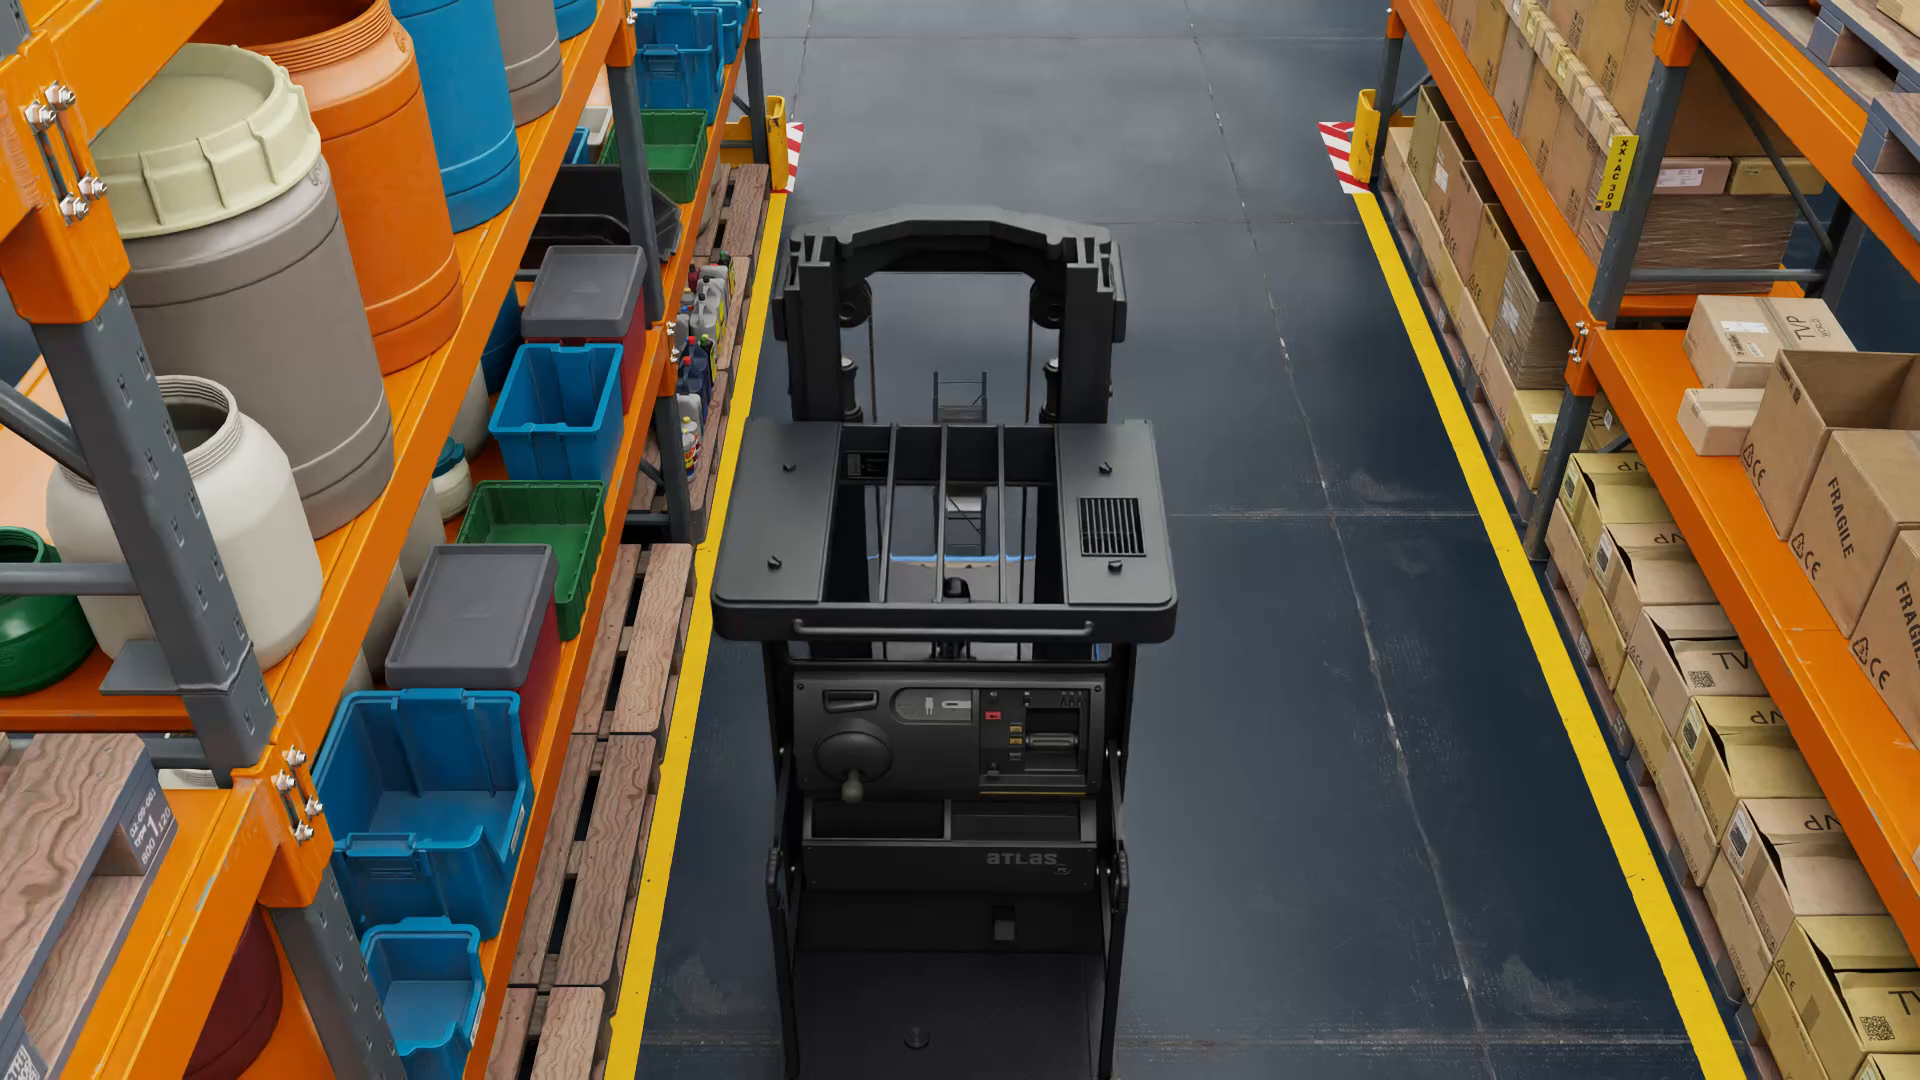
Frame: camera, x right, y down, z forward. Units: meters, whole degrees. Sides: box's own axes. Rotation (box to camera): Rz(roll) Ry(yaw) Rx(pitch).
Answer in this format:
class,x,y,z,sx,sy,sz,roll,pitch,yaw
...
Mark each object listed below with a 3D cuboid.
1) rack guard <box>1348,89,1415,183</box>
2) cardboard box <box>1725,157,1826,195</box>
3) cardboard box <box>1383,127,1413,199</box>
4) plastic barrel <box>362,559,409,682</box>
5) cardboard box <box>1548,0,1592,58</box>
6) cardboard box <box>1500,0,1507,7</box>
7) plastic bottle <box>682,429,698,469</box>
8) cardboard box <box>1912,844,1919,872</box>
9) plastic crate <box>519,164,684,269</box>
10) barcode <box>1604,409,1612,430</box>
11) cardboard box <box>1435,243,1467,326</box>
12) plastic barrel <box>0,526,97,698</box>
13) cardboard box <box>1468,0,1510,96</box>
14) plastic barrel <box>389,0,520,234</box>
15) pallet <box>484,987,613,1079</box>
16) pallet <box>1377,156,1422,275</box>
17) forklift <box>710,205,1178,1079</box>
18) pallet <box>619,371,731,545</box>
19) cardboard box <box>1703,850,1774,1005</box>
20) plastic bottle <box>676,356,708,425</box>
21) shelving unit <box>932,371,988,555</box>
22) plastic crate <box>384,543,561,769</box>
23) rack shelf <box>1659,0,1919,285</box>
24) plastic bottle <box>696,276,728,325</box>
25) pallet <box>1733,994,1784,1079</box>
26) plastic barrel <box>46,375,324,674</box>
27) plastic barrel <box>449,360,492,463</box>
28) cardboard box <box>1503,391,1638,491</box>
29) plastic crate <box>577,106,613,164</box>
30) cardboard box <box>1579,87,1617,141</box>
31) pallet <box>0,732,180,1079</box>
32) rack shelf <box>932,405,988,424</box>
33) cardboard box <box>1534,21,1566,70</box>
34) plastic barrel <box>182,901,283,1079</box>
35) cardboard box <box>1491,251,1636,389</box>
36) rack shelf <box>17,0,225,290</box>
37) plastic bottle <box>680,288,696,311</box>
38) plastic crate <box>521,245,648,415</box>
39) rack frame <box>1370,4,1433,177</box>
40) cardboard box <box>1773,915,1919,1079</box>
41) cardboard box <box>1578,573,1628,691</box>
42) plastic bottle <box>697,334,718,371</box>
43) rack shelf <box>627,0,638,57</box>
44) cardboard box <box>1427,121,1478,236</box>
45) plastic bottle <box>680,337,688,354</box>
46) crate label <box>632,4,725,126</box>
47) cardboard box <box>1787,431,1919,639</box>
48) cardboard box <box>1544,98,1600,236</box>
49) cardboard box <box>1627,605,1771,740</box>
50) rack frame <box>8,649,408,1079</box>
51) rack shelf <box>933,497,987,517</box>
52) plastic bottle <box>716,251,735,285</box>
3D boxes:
class,x,y,z,sx,sy,sz,roll,pitch,yaw
rack guard,3.186,-2.645,10.896,1.175,0.500,0.348,0,39,0
cardboard box,3.384,-1.564,6.950,0.380,0.149,0.250,0,39,0
cardboard box,2.964,-2.361,10.405,0.500,0.250,0.500,0,39,0
plastic barrel,-1.979,0.172,5.273,0.433,0.535,0.433,0,39,0
cardboard box,3.182,-2.556,7.669,0.700,0.500,0.500,0,39,0
cardboard box,2.975,-2.846,8.550,0.380,0.149,0.250,-1,39,-1
plastic bottle,-1.325,-0.445,8.038,0.097,0.201,0.097,0,39,0
cardboard box,2.918,0.933,4.633,0.380,0.149,0.250,0,39,0
plastic crate,-1.636,-1.406,7.401,0.767,0.338,0.504,0,39,0
barcode,2.775,-0.515,7.119,0.001,0.075,0.075,0,39,0
cardboard box,2.964,-1.423,9.235,0.500,0.250,0.500,0,39,0
plastic barrel,-1.809,0.135,3.154,0.294,0.245,0.294,0,39,0
cardboard box,3.174,-2.713,8.903,0.700,0.500,0.500,0,39,0
plastic barrel,-1.543,-1.333,4.460,0.600,0.901,0.708,0,39,0
pallet,-1.720,2.003,5.328,1.003,0.211,1.213,0,39,0
pallet,3.229,-2.039,10.371,1.003,0.211,1.213,0,39,0
forklift,-0.033,0.668,4.818,1.130,2.935,3.031,0,39,1
pallet,-1.722,-0.434,8.369,1.003,0.211,1.213,0,39,0
cardboard box,2.949,1.341,5.786,0.500,0.250,0.500,1,39,1
plastic bottle,-1.348,-0.746,8.294,0.144,0.351,0.185,1,39,1
shelving unit,0.000,-0.346,7.708,0.258,0.900,0.210,0,39,0
plastic crate,-1.454,0.363,5.093,0.402,0.464,0.583,0,39,0
rack shelf,3.193,-0.743,4.700,1.077,0.370,4.000,0,39,0
plastic bottle,-1.354,-1.320,9.070,0.152,0.276,0.135,-1,39,-1
pallet,3.234,1.971,5.367,1.003,0.211,1.213,0,39,0
plastic barrel,-1.452,-0.010,3.121,0.421,0.512,0.421,0,39,0
plastic barrel,-1.981,-0.557,6.183,0.433,0.535,0.433,0,39,0
cardboard box,2.972,-0.484,8.064,0.500,0.250,0.500,0,39,0
plastic crate,-2.018,-2.015,8.322,0.530,0.136,0.437,0,39,0
cardboard box,2.975,-1.884,7.349,0.380,0.149,0.250,-1,39,-1
pallet,-1.855,0.780,2.375,1.003,0.211,1.213,0,39,0
rack shelf,0.000,-0.531,7.560,0.258,0.077,0.200,0,39,0
cardboard box,2.976,-2.360,7.943,0.380,0.149,0.250,1,39,1
plastic barrel,-2.061,1.056,4.171,0.600,0.536,0.708,0,39,0
cardboard box,2.983,-1.090,8.220,0.500,0.500,0.500,0,39,0
rack shelf,-1.760,-1.756,3.886,1.077,0.370,4.000,0,39,0
plastic bottle,-1.478,-1.279,9.079,0.097,0.201,0.097,0,39,0
plastic crate,-1.456,-0.825,6.575,0.402,0.464,0.583,0,39,0
rack frame,3.186,-3.605,10.096,1.000,3.000,0.127,0,39,0
cardboard box,2.941,1.436,5.220,0.500,0.311,0.500,-1,39,-1
cardboard box,2.943,0.377,6.989,0.500,0.250,0.500,1,39,1
plastic bottle,-1.326,-0.982,8.709,0.097,0.201,0.097,0,39,0
rack shelf,-1.765,-3.243,7.820,1.077,0.370,4.000,0,39,0
cardboard box,2.980,-2.028,9.391,0.500,0.500,0.500,0,39,0
plastic bottle,-1.386,-0.925,8.581,0.097,0.271,0.097,0,39,0
crate label,-1.495,-2.467,8.647,0.502,0.435,0.616,0,39,0
cardboard box,3.177,-0.020,5.542,0.500,0.500,0.500,0,39,0
cardboard box,3.177,-1.750,7.701,0.700,0.500,0.500,0,39,-1
cardboard box,2.939,0.482,6.410,0.500,0.311,0.500,-1,39,-2
rack frame,-1.758,1.399,3.851,1.000,3.000,0.127,0,39,0
rack shelf,0.000,-0.180,7.841,0.258,0.077,0.200,0,39,0
plastic bottle,-1.327,-1.535,9.399,0.097,0.201,0.097,0,39,0
